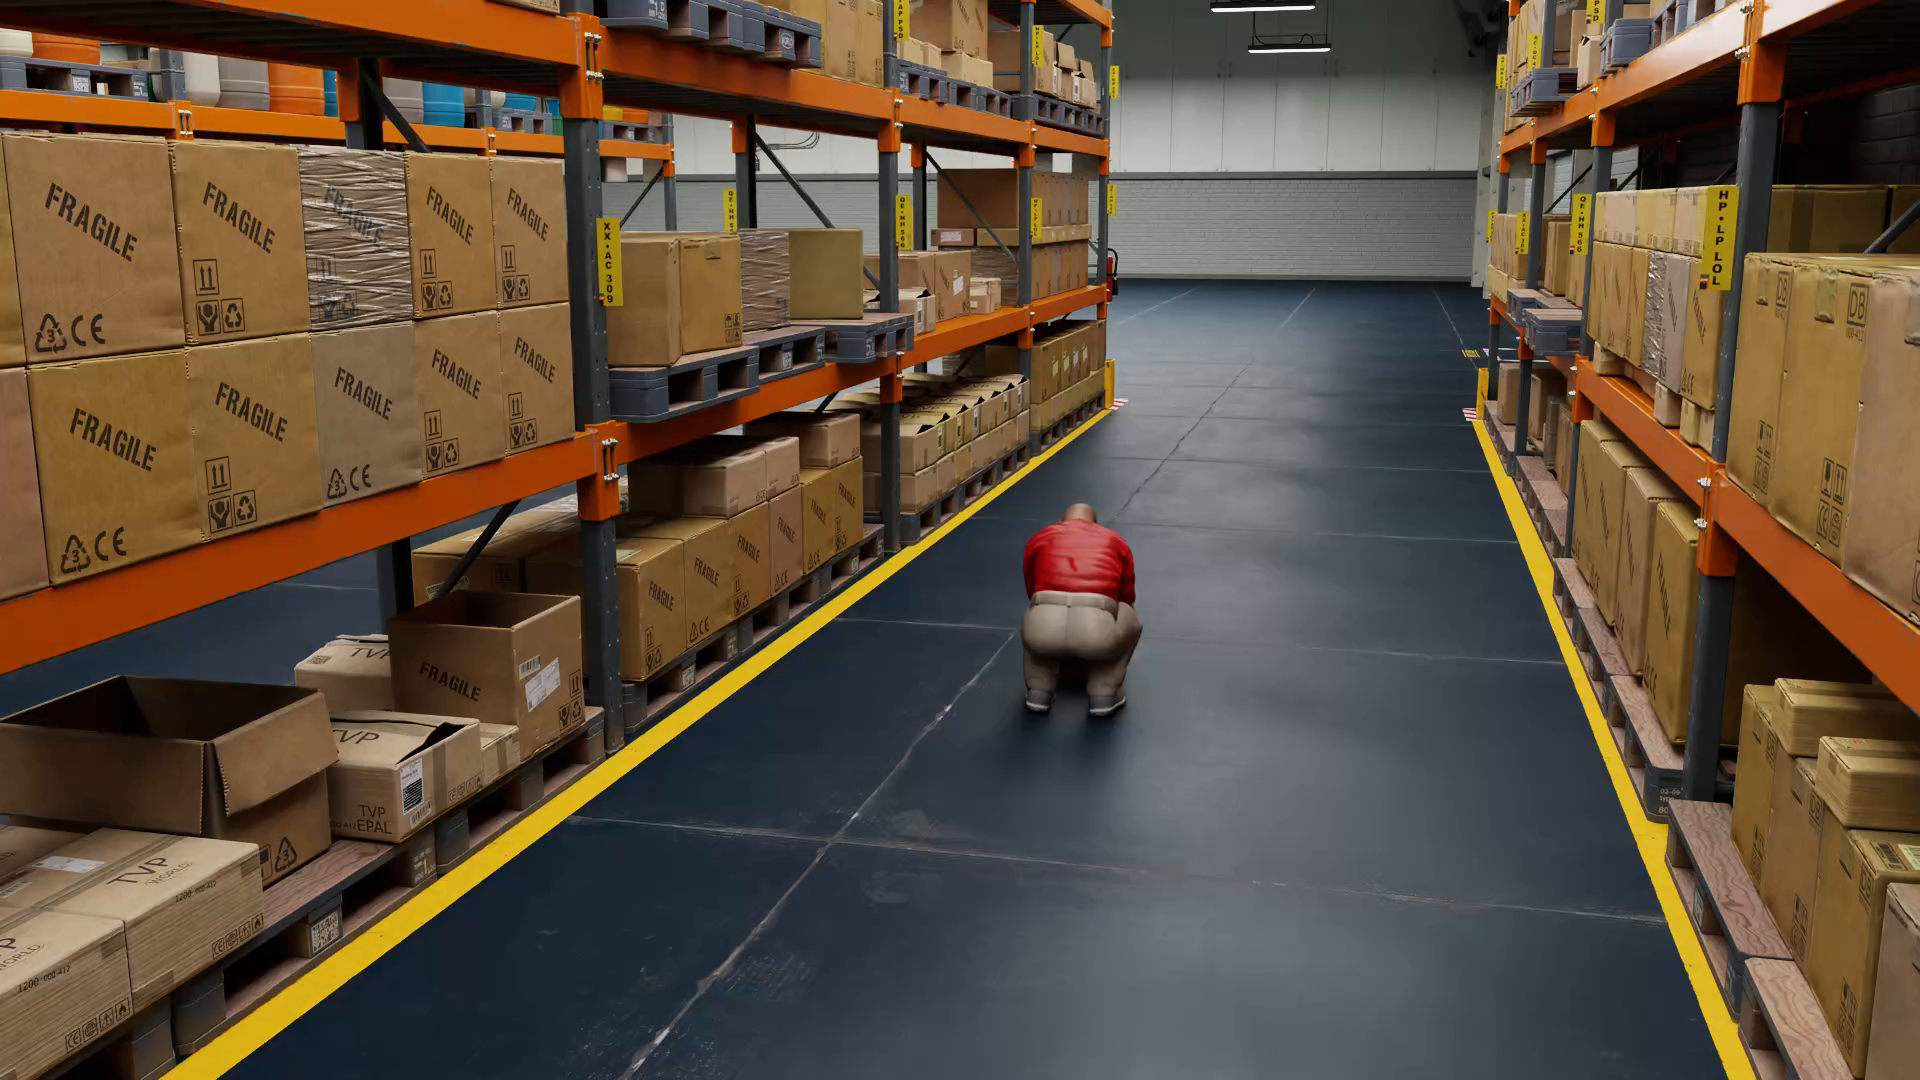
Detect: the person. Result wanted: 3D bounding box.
[{"bbox_3d":[0.523,0.320,7.330,0.548,0.855,0.873,3,12,14],"label":"person"}]
